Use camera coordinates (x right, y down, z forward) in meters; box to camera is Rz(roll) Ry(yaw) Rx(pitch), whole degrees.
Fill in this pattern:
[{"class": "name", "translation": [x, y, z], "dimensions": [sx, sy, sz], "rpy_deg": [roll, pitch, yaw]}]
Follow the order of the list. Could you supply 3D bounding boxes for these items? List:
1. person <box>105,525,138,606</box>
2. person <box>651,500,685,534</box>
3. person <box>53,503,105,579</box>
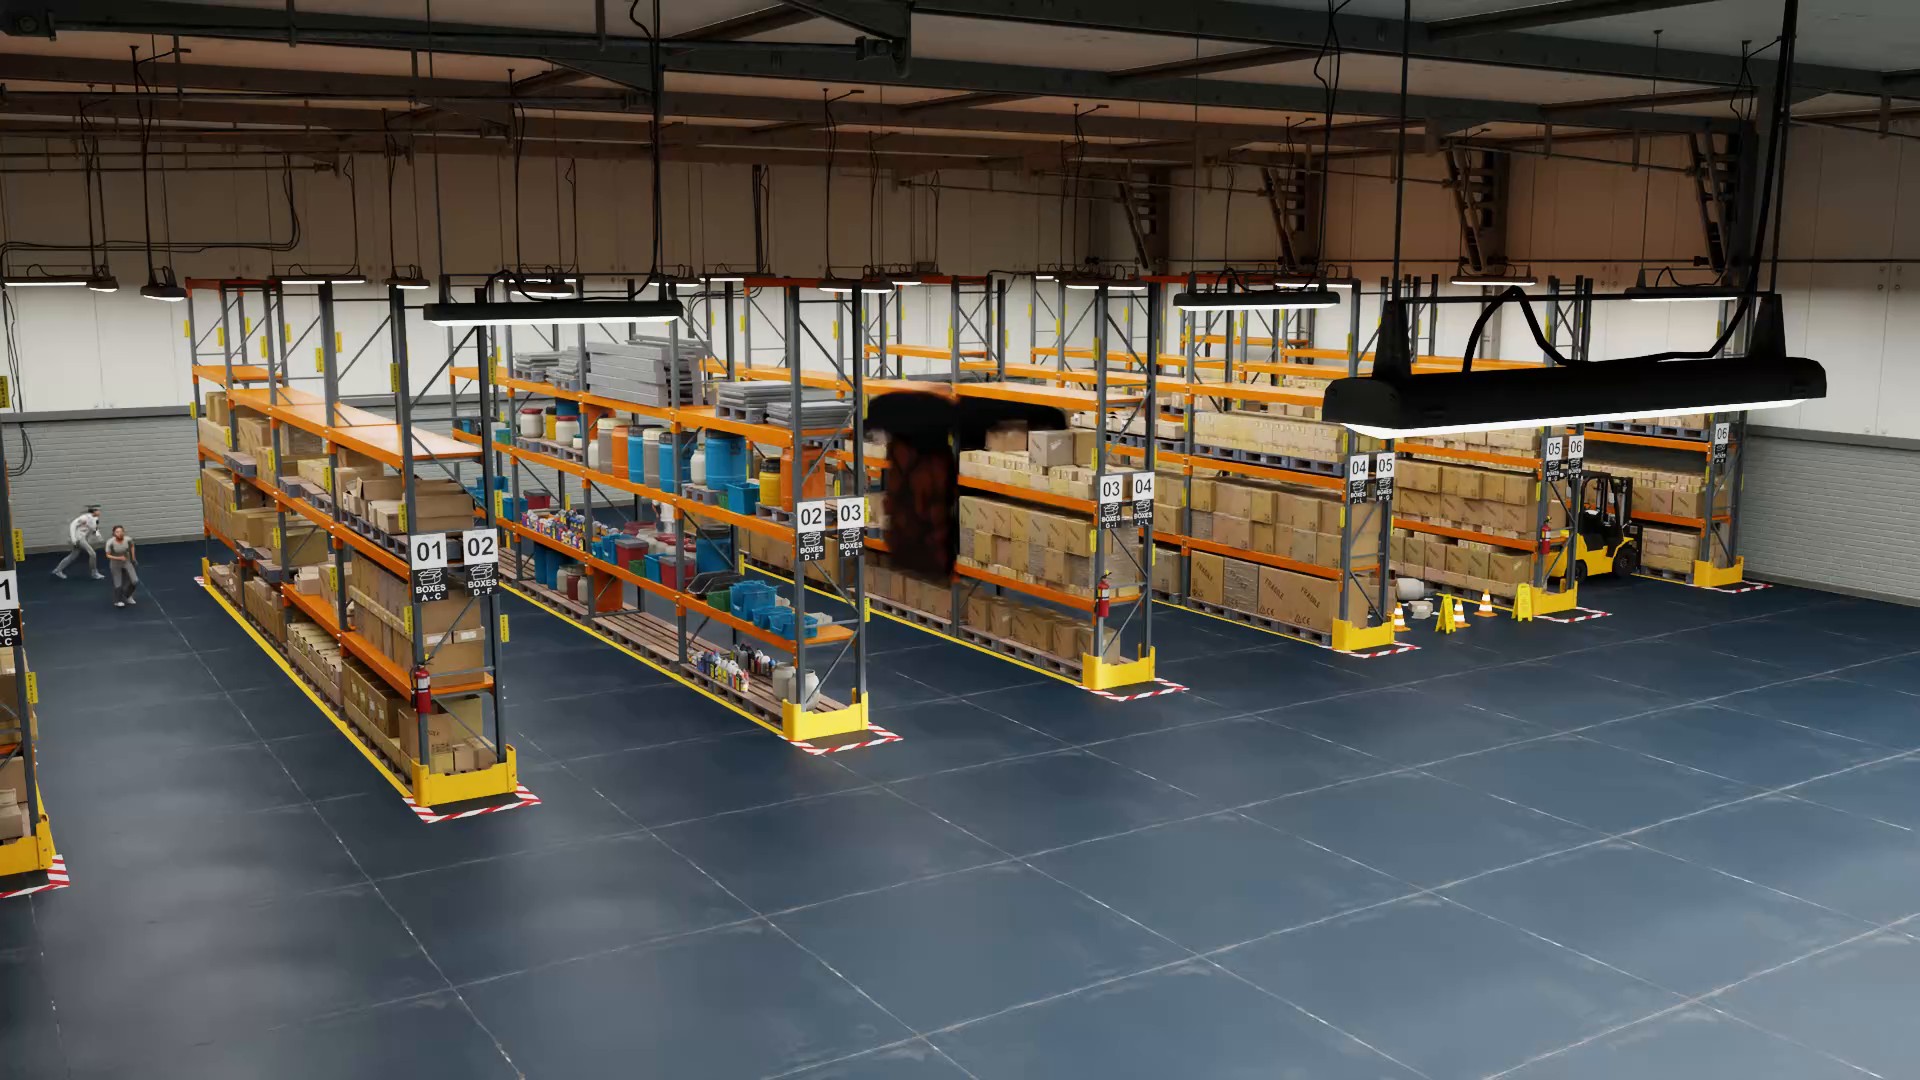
[{"class": "person", "translation": [-15.366, 0.476, 30.493], "dimensions": [0.570, 1.561, 0.808], "rpy_deg": [-9, 13, -43]}, {"class": "person", "translation": [-6.092, -0.399, 35.065], "dimensions": [0.682, 1.721, 0.643], "rpy_deg": [-5, 11, -29]}, {"class": "person", "translation": [-17.621, 0.038, 33.214], "dimensions": [1.002, 1.515, 0.623], "rpy_deg": [-1, 10, -4]}]
